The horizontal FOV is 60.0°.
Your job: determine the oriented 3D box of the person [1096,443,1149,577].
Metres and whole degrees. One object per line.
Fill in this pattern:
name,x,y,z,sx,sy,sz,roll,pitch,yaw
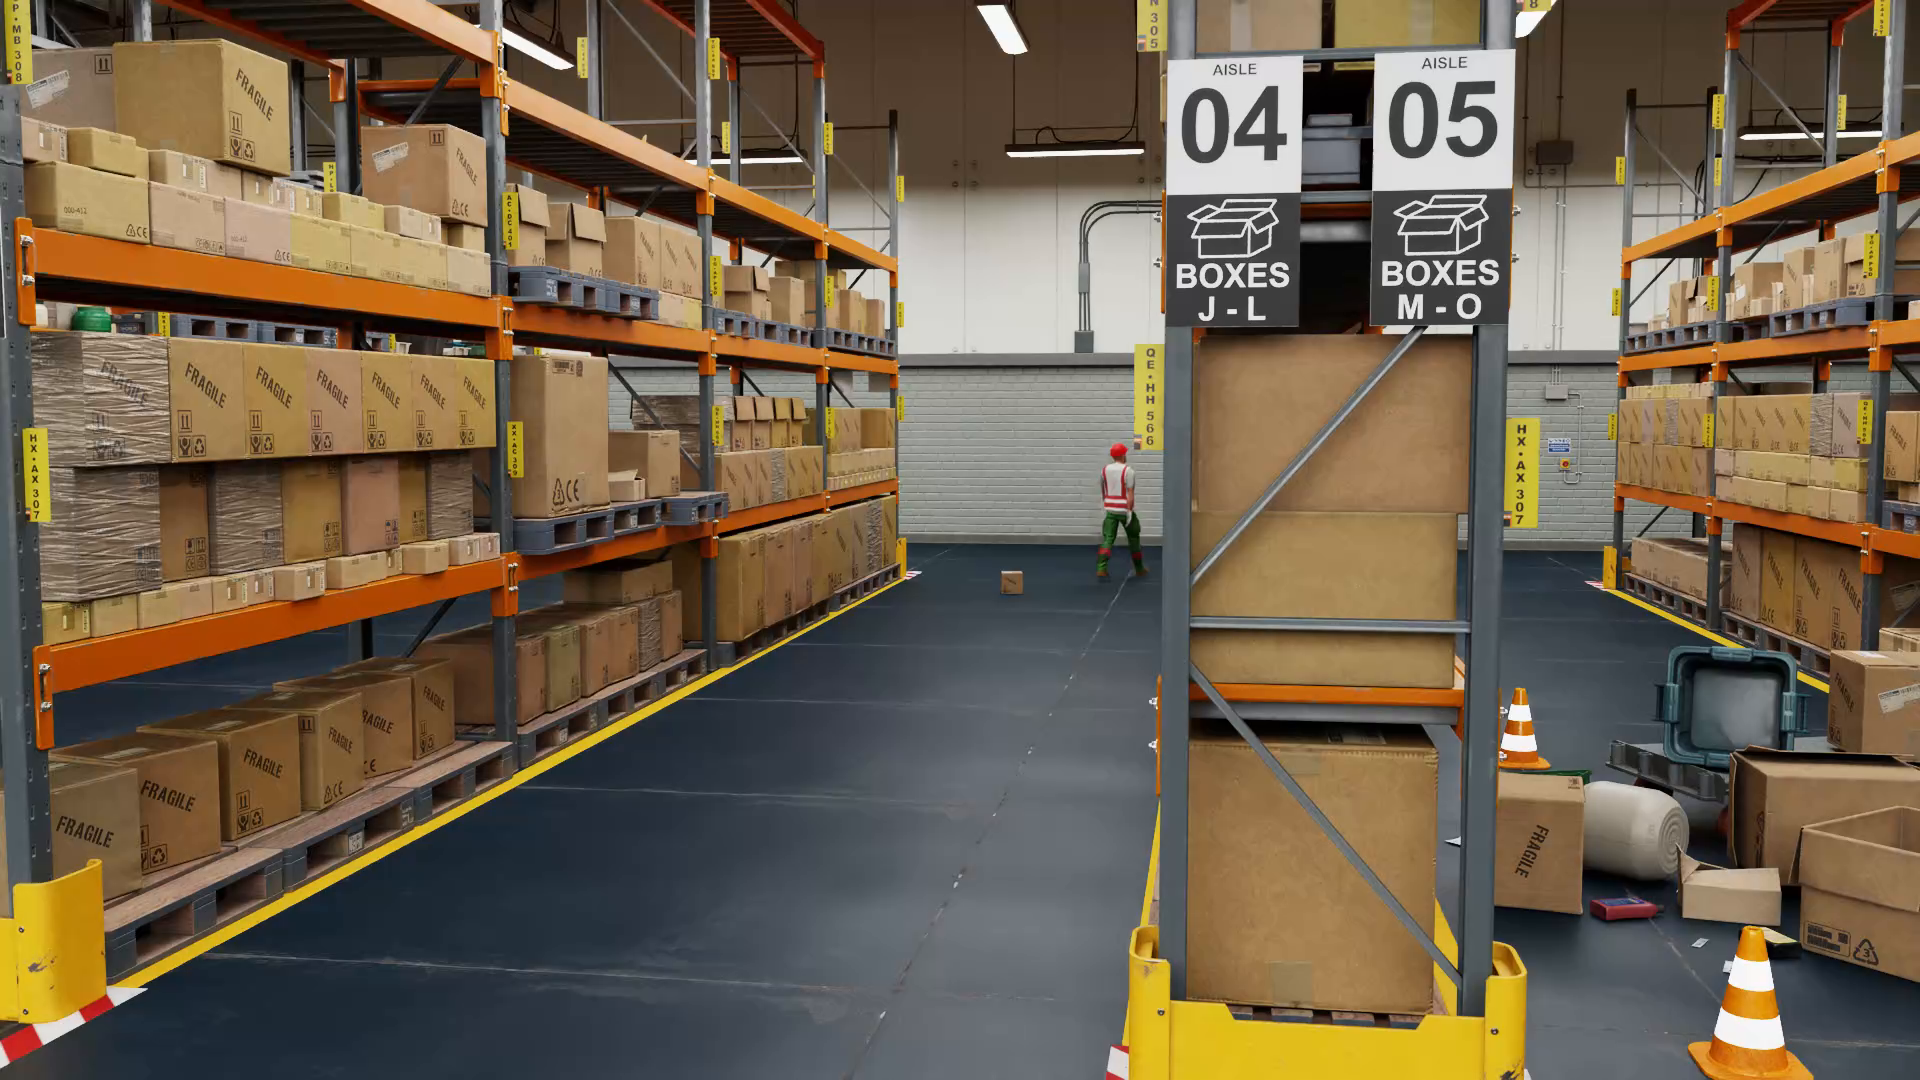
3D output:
person,2.079,-0.384,21.392,0.537,1.738,1.036,3,5,31
